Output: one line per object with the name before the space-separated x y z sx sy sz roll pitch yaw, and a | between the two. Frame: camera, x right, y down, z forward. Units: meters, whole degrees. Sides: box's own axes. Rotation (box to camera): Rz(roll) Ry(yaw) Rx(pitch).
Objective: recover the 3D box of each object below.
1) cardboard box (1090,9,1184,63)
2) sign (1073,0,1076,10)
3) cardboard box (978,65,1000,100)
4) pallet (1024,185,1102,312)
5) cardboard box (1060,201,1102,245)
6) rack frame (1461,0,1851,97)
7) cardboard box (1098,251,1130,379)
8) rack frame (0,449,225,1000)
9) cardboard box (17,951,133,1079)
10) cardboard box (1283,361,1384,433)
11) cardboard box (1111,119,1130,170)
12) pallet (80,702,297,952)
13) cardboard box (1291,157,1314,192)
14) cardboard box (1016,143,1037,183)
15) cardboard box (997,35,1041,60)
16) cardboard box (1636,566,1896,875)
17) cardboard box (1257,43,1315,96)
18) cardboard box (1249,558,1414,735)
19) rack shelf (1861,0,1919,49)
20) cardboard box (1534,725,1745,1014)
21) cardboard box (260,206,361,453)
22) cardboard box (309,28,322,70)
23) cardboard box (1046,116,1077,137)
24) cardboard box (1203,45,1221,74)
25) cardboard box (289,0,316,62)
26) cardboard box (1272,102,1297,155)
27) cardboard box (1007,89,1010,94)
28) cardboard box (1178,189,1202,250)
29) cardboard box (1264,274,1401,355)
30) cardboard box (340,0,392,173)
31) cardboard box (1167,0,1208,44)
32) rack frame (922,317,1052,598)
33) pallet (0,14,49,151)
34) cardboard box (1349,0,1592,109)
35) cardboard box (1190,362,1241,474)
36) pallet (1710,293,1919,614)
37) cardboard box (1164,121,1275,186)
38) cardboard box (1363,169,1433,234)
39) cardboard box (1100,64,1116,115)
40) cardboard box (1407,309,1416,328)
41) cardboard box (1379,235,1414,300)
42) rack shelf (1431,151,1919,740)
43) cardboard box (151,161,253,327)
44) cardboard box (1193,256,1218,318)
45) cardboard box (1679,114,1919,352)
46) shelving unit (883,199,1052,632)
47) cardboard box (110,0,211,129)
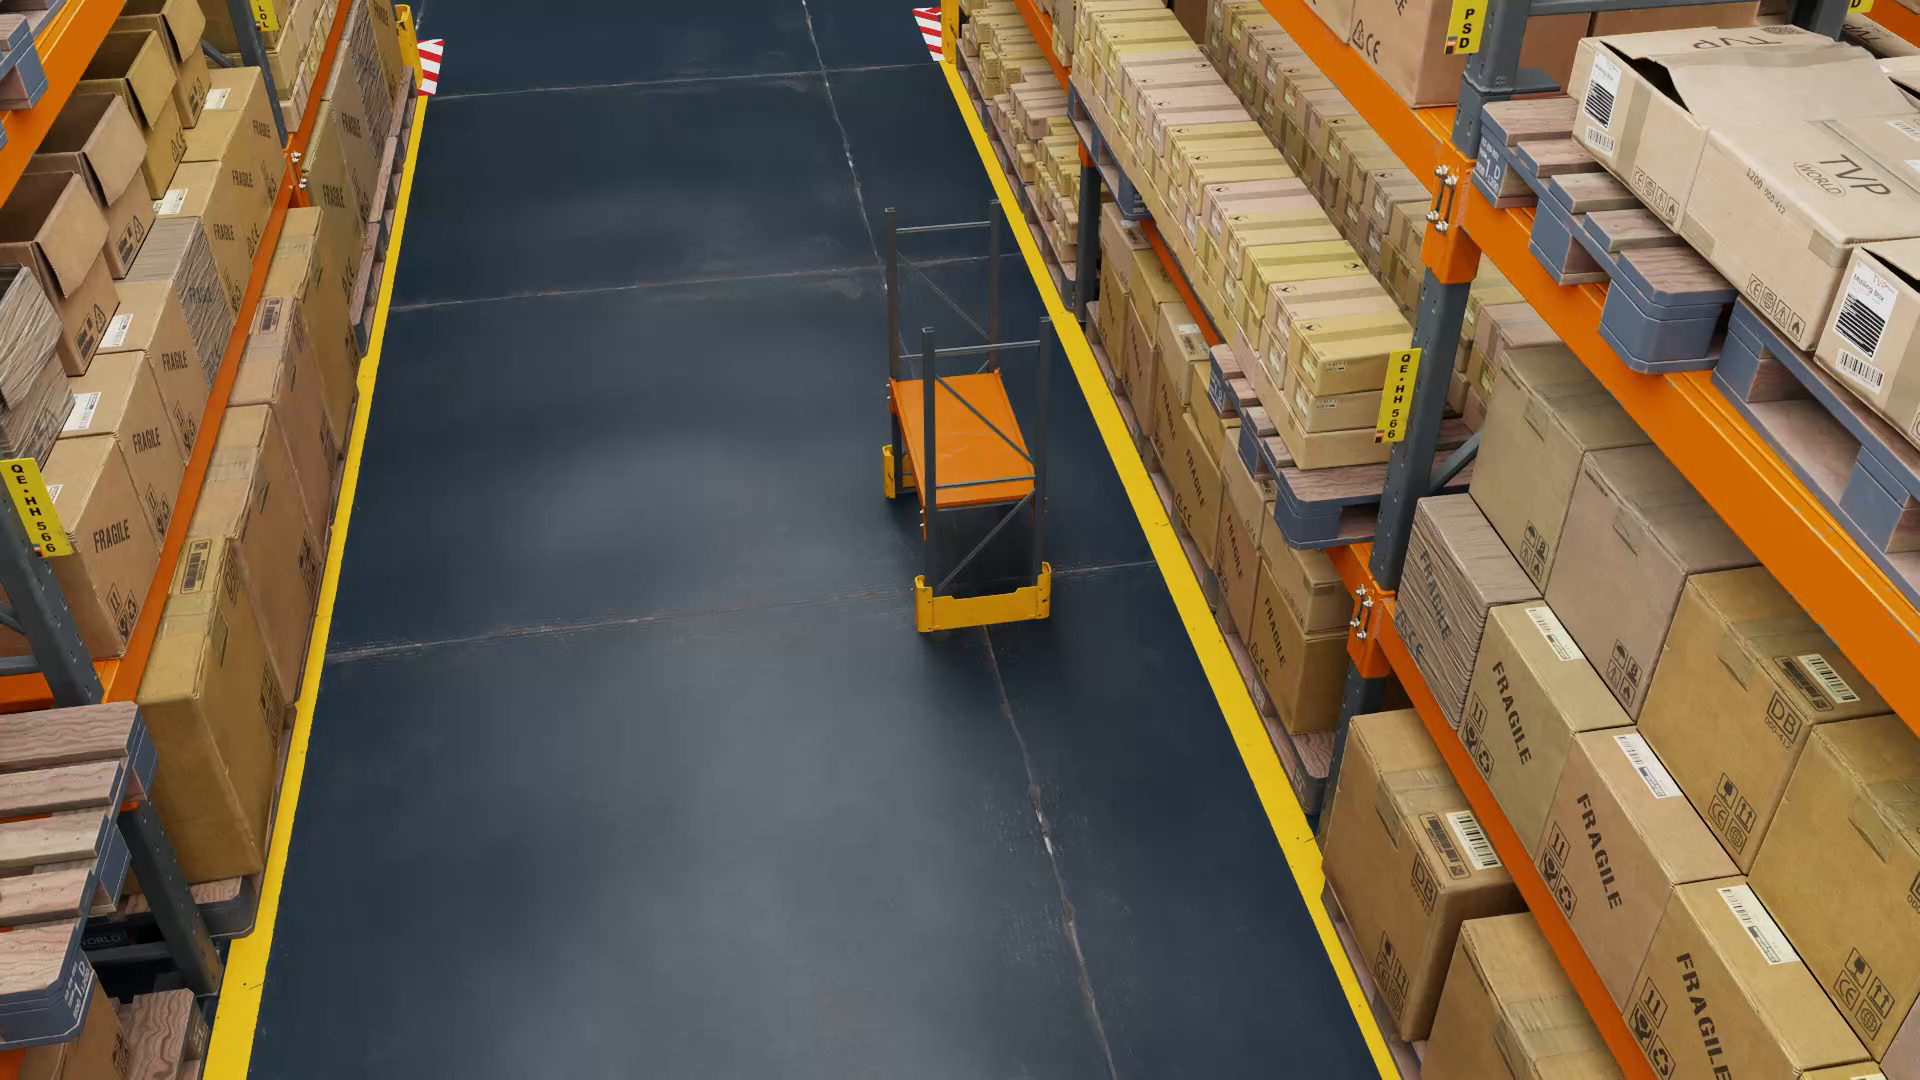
cardboard box | 0.815 -2.329 7.681 0.380 0.149 0.250 -5 38 -7
sign | 0.611 -2.762 8.155 0.100 0.325 0.005 -6 38 -8
cardboard box | 0.333 -3.123 11.307 0.380 0.149 0.250 -6 38 -7
pallet | 0.991 -1.784 9.874 1.003 0.211 1.213 -6 38 -8
cardboard box | 0.776 -1.797 9.357 0.380 0.149 0.250 -6 38 -7
rack frame | 1.845 -2.436 3.551 1.000 3.000 0.127 -6 38 -8
cardboard box | 1.012 -1.187 8.528 0.500 0.500 0.500 -5 38 -6
rack frame | -3.056 0.405 4.783 1.000 3.000 0.127 -6 38 -8
cardboard box | -2.919 1.621 4.897 0.700 0.500 0.500 -8 39 -10
cardboard box | 1.310 -0.501 5.569 0.380 0.149 0.250 -5 38 -7
cardboard box | 0.897 -1.792 7.475 0.380 0.149 0.250 -6 38 -7
pallet | -3.120 1.022 6.262 1.003 0.211 1.213 -6 38 -8
cardboard box | 1.640 -1.545 7.156 0.380 0.149 0.250 -5 38 -6
cardboard box | 0.558 -2.348 10.309 0.380 0.149 0.250 -6 38 -8
cardboard box | 0.449 -3.192 10.910 0.380 0.149 0.250 -5 38 -6
cardboard box | 2.096 0.386 3.912 0.700 0.500 0.500 -7 38 -9
cardboard box | 1.544 -2.086 7.368 0.380 0.149 0.250 -6 38 -8
cardboard box | 1.472 0.385 6.505 0.500 0.500 0.500 -6 38 -8
rack shelf | 5.649 -4.000 11.041 1.077 0.370 4.000 -6 38 -8
cardboard box | 1.838 0.805 4.187 0.500 0.500 0.500 -6 38 -8
cardboard box | -3.625 -0.953 7.921 1.225 0.875 0.875 -6 38 -8
cardboard box | -3.622 -2.602 8.859 0.380 0.149 0.250 -7 38 -9
cardboard box | 0.722 -2.410 9.903 0.380 0.149 0.250 -5 38 -6
cardboard box | 1.408 -2.331 8.168 0.380 0.149 0.250 -7 38 -9
cardboard box | -3.664 -2.682 8.637 0.500 0.250 0.500 -6 38 -8
cardboard box | 1.593 -1.817 7.264 0.380 0.149 0.250 -8 39 -10
cardboard box | 0.482 -3.086 11.016 0.380 0.149 0.250 -8 39 -10
cardboard box | 1.082 -1.279 6.572 0.380 0.149 0.250 -5 38 -7
cardboard box | 1.266 -0.767 5.670 0.380 0.149 0.250 -7 38 -9
cardboard box | -4.108 -2.826 10.332 0.875 0.875 0.875 -6 38 -8
cardboard box | 1.305 -2.966 8.799 0.500 0.500 0.500 -7 38 -9
rack frame | 0.104 -0.234 6.828 0.500 1.500 0.032 -6 38 -8
pallet | -3.221 -1.088 4.414 1.213 0.211 1.003 -5 38 -6
cardboard box | 1.495 -1.609 4.849 0.500 0.500 0.500 -6 38 -8
cardboard box | 1.294 -0.539 7.083 0.500 0.250 0.500 -5 38 -7
pallet | 2.209 -0.119 3.167 1.003 0.211 1.213 -5 38 -6
cardboard box | 1.038 -1.554 6.683 0.380 0.149 0.250 -5 38 -7
cardboard box | 1.771 -1.303 6.359 0.380 0.149 0.250 -5 38 -6
cardboard box | 0.853 -2.068 7.586 0.380 0.149 0.250 -5 38 -7
cardboard box | 1.871 -0.751 6.134 0.380 0.149 0.250 -4 38 -6
cardboard box | 1.814 -1.041 6.266 0.380 0.149 0.250 -6 38 -8
rack shelf | 2.196 0.240 3.137 1.077 0.370 4.000 -6 38 -8
cardboard box | -3.228 -1.183 6.746 0.500 0.500 0.500 -7 38 -8
cardboard box | 1.130 -1.001 6.456 0.380 0.149 0.250 -8 39 -10
cardboard box | 1.843 -0.634 3.375 0.500 0.250 0.500 -5 38 -7
shelving unit | 0.013 -0.546 7.231 0.587 1.500 1.083 -6 38 -8
cardboard box | -3.637 -2.061 7.059 0.797 0.503 0.637 -7 38 -9
